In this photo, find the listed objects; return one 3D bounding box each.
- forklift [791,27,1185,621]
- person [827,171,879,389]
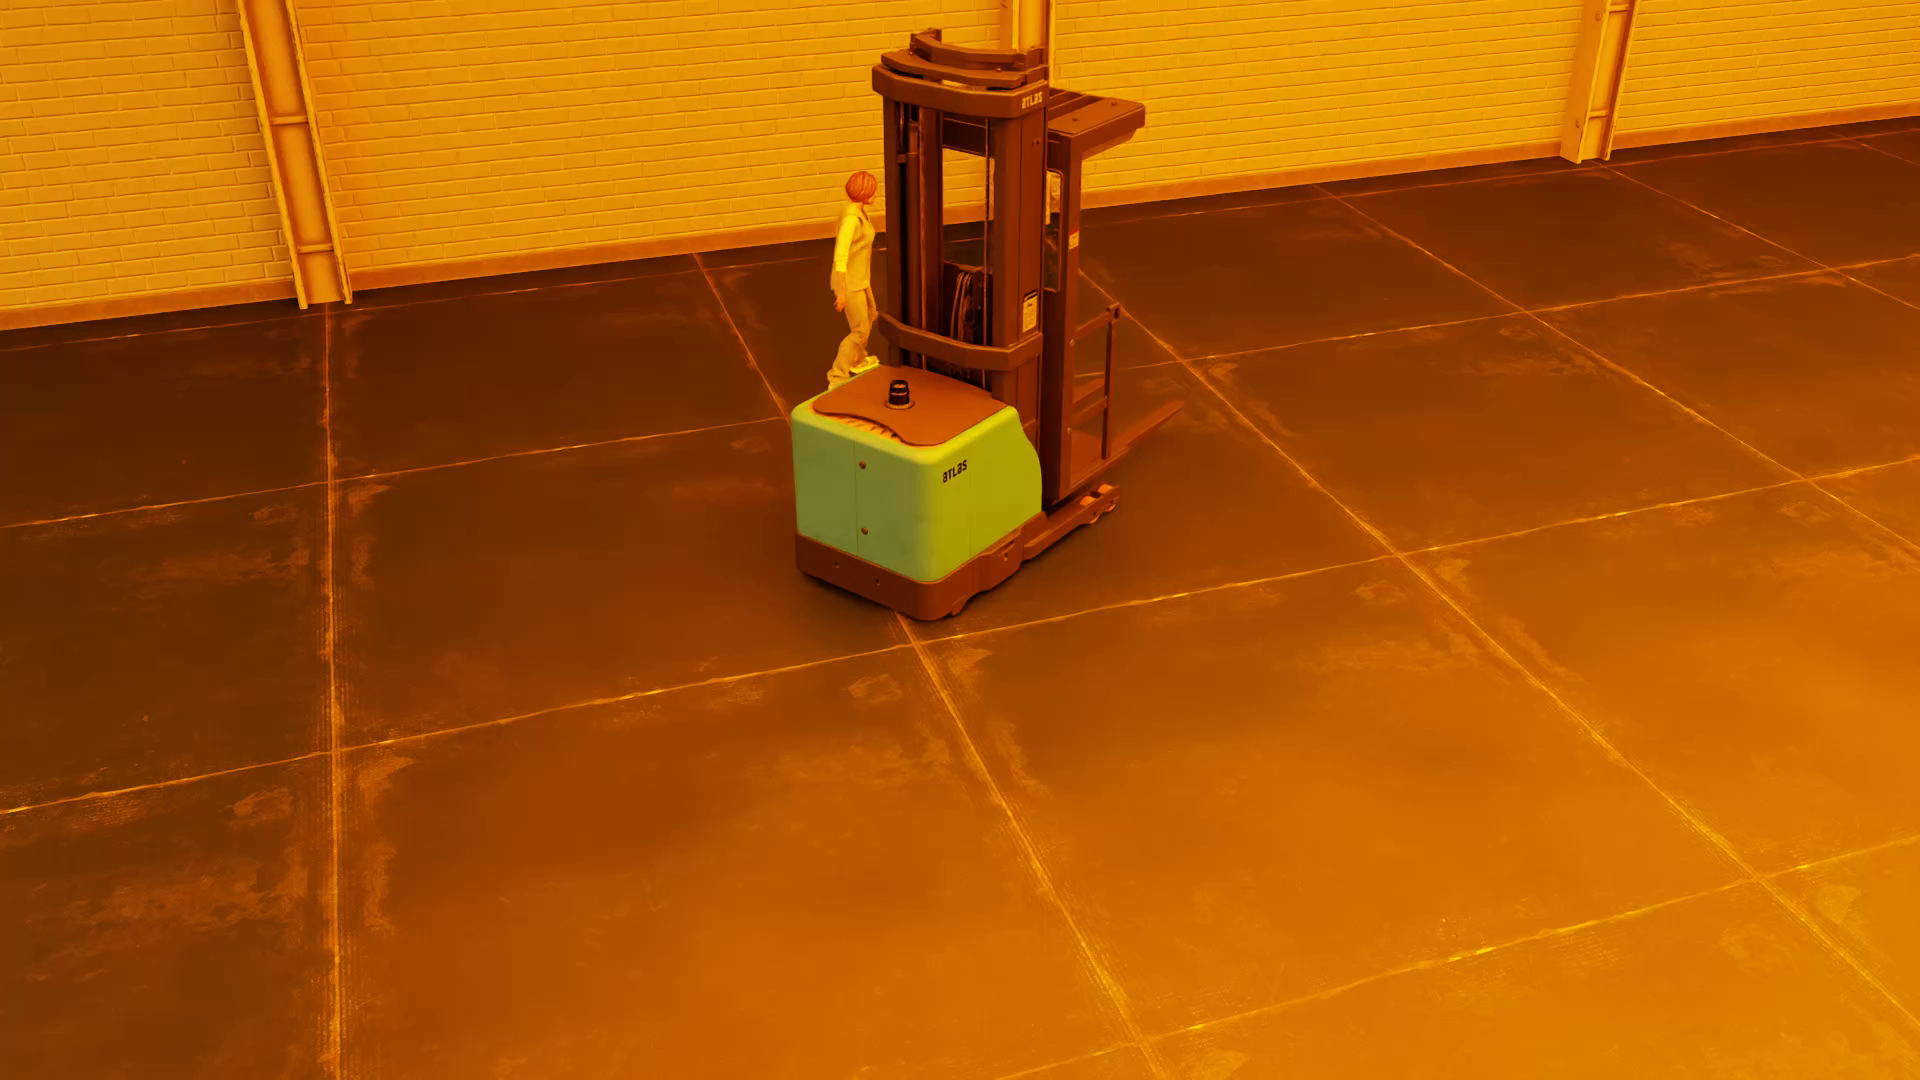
[{"bbox_3d":[0.340,-1.504,9.701,1.130,2.935,3.031,21,36,32],"label":"forklift"},{"bbox_3d":[-0.752,-1.798,11.602,0.396,1.568,0.730,0,30,-1],"label":"person"}]
